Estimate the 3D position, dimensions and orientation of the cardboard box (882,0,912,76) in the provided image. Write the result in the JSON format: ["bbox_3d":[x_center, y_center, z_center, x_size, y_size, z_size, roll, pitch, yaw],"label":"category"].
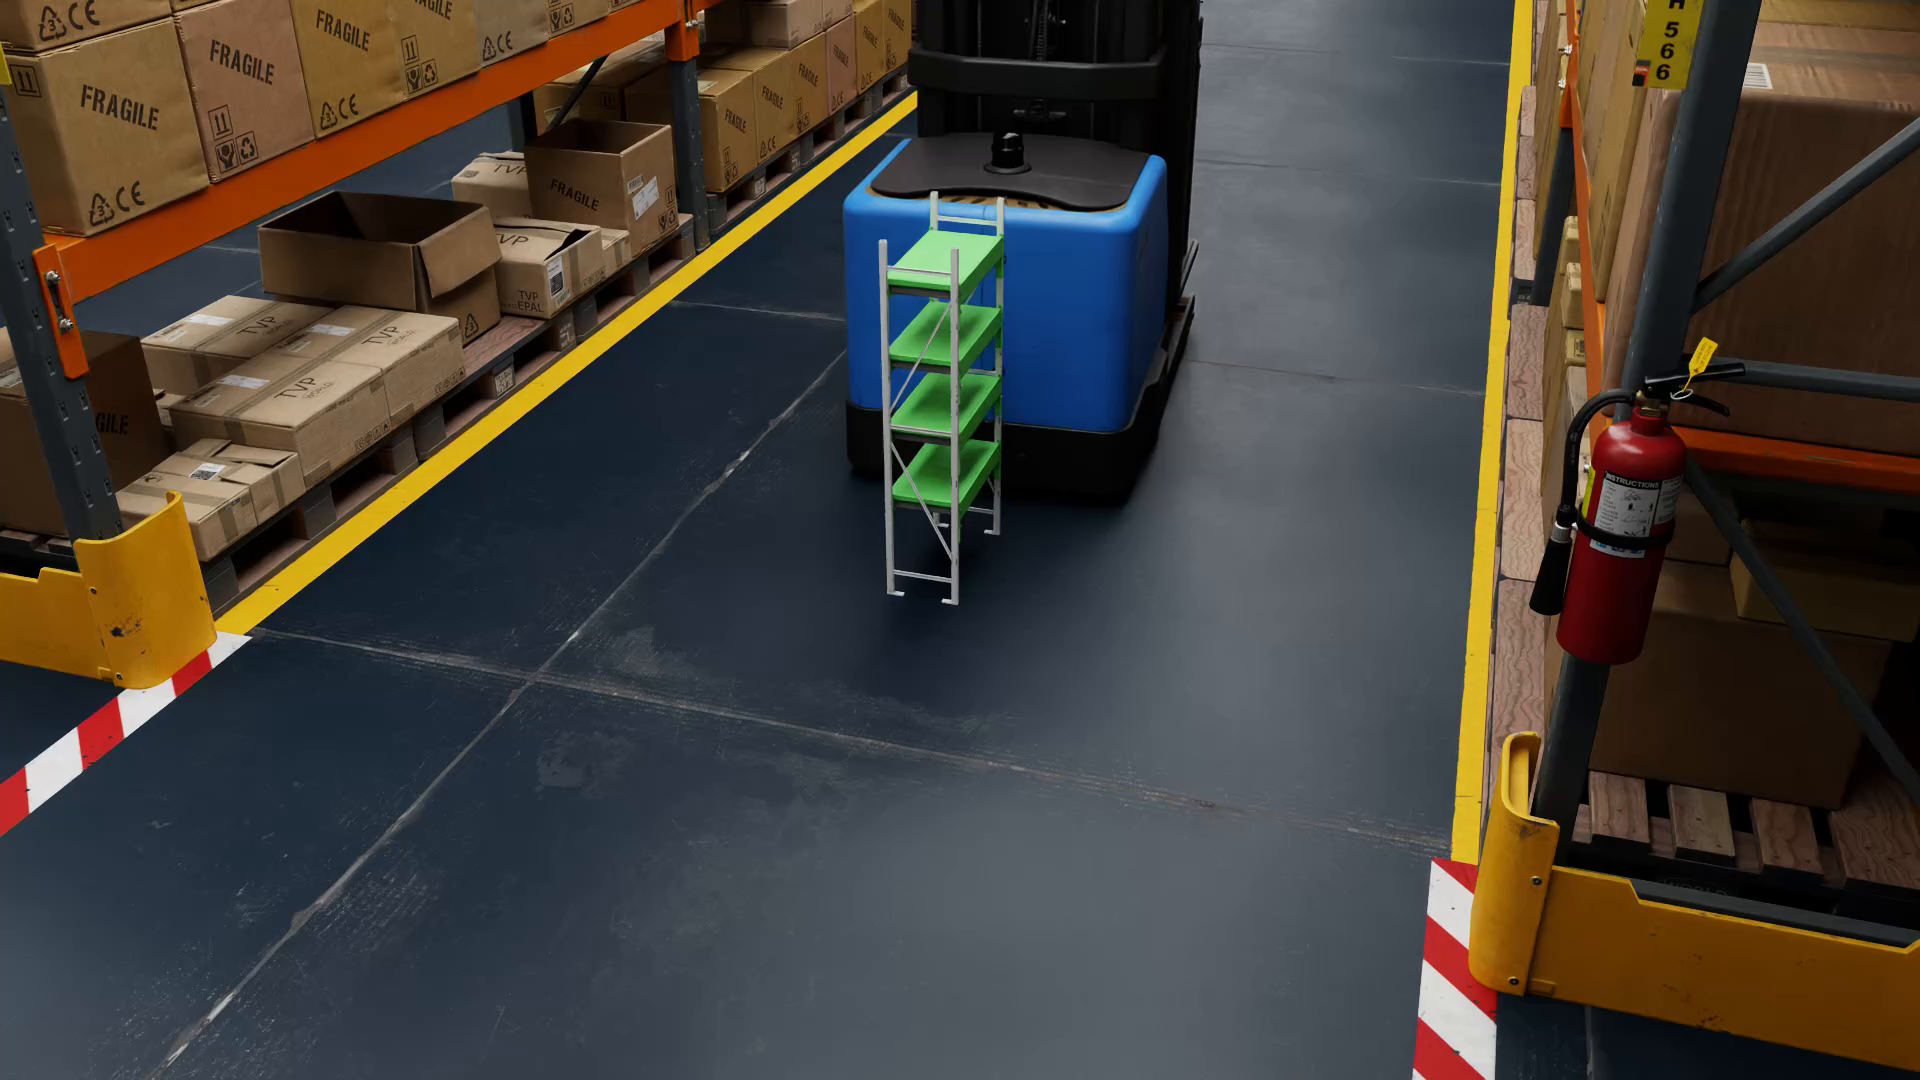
[{"bbox_3d":[-0.636,-3.334,10.777,0.500,0.500,0.500,10,31,17],"label":"cardboard box"}]

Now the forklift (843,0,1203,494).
[{"bbox_3d":[0.427,-2.143,6.588,1.130,2.935,3.031,7,30,12],"label":"forklift"}]

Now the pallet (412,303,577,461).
[{"bbox_3d":[-2.319,-0.737,6.858,1.003,0.211,1.213,8,30,15],"label":"pallet"}]

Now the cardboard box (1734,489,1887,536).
[{"bbox_3d":[2.214,-0.143,4.393,0.380,0.149,0.250,9,30,15],"label":"cardboard box"}]

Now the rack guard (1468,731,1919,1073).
[{"bbox_3d":[1.795,0.824,3.755,1.175,0.500,0.348,8,30,15],"label":"rack guard"}]

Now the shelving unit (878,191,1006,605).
[{"bbox_3d":[-0.049,-0.447,5.320,0.258,1.200,0.503,8,30,15],"label":"shelving unit"}]

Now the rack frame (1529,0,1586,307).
[{"bbox_3d":[2.976,-2.139,6.509,1.000,3.000,0.127,8,30,15],"label":"rack frame"}]

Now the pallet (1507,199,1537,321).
[{"bbox_3d":[3.131,-1.289,7.851,1.003,0.211,1.213,8,30,15],"label":"pallet"}]

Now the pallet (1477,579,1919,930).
[{"bbox_3d":[1.962,0.556,4.533,1.003,0.211,1.213,8,30,15],"label":"pallet"}]

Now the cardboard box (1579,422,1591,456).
[{"bbox_3d":[1.850,-0.198,4.493,0.380,0.149,0.250,9,30,16],"label":"cardboard box"}]

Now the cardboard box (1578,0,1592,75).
[{"bbox_3d":[2.801,-2.020,5.987,0.980,0.700,0.700,9,30,16],"label":"cardboard box"}]

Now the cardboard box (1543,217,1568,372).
[{"bbox_3d":[2.659,-0.897,6.416,0.700,0.500,0.500,9,30,16],"label":"cardboard box"}]

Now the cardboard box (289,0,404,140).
[{"bbox_3d":[-2.256,-1.670,5.564,0.500,0.500,0.500,8,30,15],"label":"cardboard box"}]

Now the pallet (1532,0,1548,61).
[{"bbox_3d":[4.741,-3.707,12.197,1.003,0.211,1.213,8,30,15],"label":"pallet"}]

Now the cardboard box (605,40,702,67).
[{"bbox_3d":[-1.736,-2.442,9.174,0.500,0.500,0.500,9,30,15],"label":"cardboard box"}]

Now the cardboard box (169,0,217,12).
[{"bbox_3d":[-2.406,-1.878,4.909,0.500,0.500,0.500,9,30,15],"label":"cardboard box"}]

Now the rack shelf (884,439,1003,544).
[{"bbox_3d":[-0.049,-0.182,5.468,0.258,0.148,0.480,8,30,15],"label":"rack shelf"}]

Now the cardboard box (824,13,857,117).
[{"bbox_3d":[-0.937,-2.849,9.905,0.500,0.500,0.500,7,30,13],"label":"cardboard box"}]

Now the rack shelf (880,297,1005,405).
[{"bbox_3d":[-0.049,-0.601,5.234,0.258,0.148,0.480,8,30,15],"label":"rack shelf"}]

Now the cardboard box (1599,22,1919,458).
[{"bbox_3d":[1.942,-0.649,3.523,0.980,0.700,0.700,10,31,17],"label":"cardboard box"}]

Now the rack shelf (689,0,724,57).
[{"bbox_3d":[-1.173,-3.459,9.622,1.077,0.370,4.000,8,30,15],"label":"rack shelf"}]

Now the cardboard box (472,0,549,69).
[{"bbox_3d":[-1.960,-2.140,6.408,0.500,0.500,0.500,9,30,16],"label":"cardboard box"}]

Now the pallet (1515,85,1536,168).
[{"bbox_3d":[3.847,-2.423,9.889,1.003,0.211,1.213,8,30,15],"label":"pallet"}]

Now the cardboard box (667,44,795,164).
[{"bbox_3d":[-1.240,-2.383,9.067,0.500,0.500,0.500,9,30,16],"label":"cardboard box"}]

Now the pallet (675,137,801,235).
[{"bbox_3d":[-1.558,-2.008,9.143,1.003,0.211,1.213,8,30,15],"label":"pallet"}]

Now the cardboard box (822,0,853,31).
[{"bbox_3d":[-0.945,-3.159,9.691,0.500,0.250,0.500,8,30,14],"label":"cardboard box"}]

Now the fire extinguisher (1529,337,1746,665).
[{"bbox_3d":[1.317,-0.079,3.269,0.296,0.674,0.183,8,30,15],"label":"fire extinguisher"}]

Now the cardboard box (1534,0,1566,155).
[{"bbox_3d":[3.546,-2.512,8.960,0.750,0.750,0.750,8,30,15],"label":"cardboard box"}]

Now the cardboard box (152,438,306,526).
[{"bbox_3d":[-2.410,-0.201,5.487,0.380,0.166,0.250,8,30,15],"label":"cardboard box"}]

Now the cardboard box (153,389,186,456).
[{"bbox_3d":[-2.805,-0.402,5.849,0.380,0.166,0.250,8,30,15],"label":"cardboard box"}]

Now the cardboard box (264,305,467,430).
[{"bbox_3d":[-2.210,-0.652,6.213,0.500,0.250,0.500,8,30,15],"label":"cardboard box"}]

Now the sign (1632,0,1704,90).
[{"bbox_3d":[1.287,-0.973,2.979,0.100,0.325,0.005,8,30,15],"label":"sign"}]

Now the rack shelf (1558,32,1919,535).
[{"bbox_3d":[2.389,-0.895,5.013,1.077,0.370,4.000,8,30,15],"label":"rack shelf"}]

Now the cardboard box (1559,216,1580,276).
[{"bbox_3d":[2.384,-1.047,6.019,0.380,0.149,0.250,10,30,17],"label":"cardboard box"}]

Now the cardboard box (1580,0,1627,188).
[{"bbox_3d":[2.378,-1.342,4.768,0.980,0.700,0.700,7,30,12],"label":"cardboard box"}]

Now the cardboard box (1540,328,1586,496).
[{"bbox_3d":[2.355,-0.426,5.569,0.700,0.500,0.500,9,30,16],"label":"cardboard box"}]

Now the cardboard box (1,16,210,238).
[{"bbox_3d":[-2.552,-1.197,4.714,0.500,0.500,0.500,9,30,16],"label":"cardboard box"}]

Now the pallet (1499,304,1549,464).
[{"bbox_3d":[2.678,-0.578,6.572,1.003,0.211,1.213,8,30,15],"label":"pallet"}]

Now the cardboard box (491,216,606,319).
[{"bbox_3d":[-1.877,-1.207,7.148,0.500,0.311,0.500,8,30,15],"label":"cardboard box"}]

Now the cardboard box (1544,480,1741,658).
[{"bbox_3d":[2.059,0.057,4.701,0.700,0.500,0.500,8,30,15],"label":"cardboard box"}]

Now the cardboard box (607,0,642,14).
[{"bbox_3d":[-1.662,-2.619,7.269,0.500,0.500,0.500,9,30,16],"label":"cardboard box"}]

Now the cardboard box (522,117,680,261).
[{"bbox_3d":[-1.656,-1.638,7.728,0.500,0.500,0.500,8,30,15],"label":"cardboard box"}]

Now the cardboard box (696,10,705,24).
[{"bbox_3d":[-1.442,-2.912,10.018,0.500,0.500,0.500,7,30,13],"label":"cardboard box"}]

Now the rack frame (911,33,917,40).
[{"bbox_3d":[-0.586,-4.703,11.118,1.000,3.000,0.127,8,30,15],"label":"rack frame"}]

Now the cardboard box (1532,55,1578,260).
[{"bbox_3d":[3.043,-1.703,7.506,0.750,0.750,0.750,9,30,15],"label":"cardboard box"}]

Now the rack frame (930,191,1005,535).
[{"bbox_3d":[0.023,-0.561,5.524,0.240,1.200,0.015,8,30,15],"label":"rack frame"}]

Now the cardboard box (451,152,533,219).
[{"bbox_3d":[-2.090,-1.697,8.028,0.500,0.311,0.500,8,30,15],"label":"cardboard box"}]

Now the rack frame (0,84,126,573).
[{"bbox_3d":[-2.934,-0.985,4.435,1.000,3.000,0.127,8,30,15],"label":"rack frame"}]

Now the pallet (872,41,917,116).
[{"bbox_3d":[-0.842,-3.142,11.182,1.003,0.211,1.213,8,30,15],"label":"pallet"}]
